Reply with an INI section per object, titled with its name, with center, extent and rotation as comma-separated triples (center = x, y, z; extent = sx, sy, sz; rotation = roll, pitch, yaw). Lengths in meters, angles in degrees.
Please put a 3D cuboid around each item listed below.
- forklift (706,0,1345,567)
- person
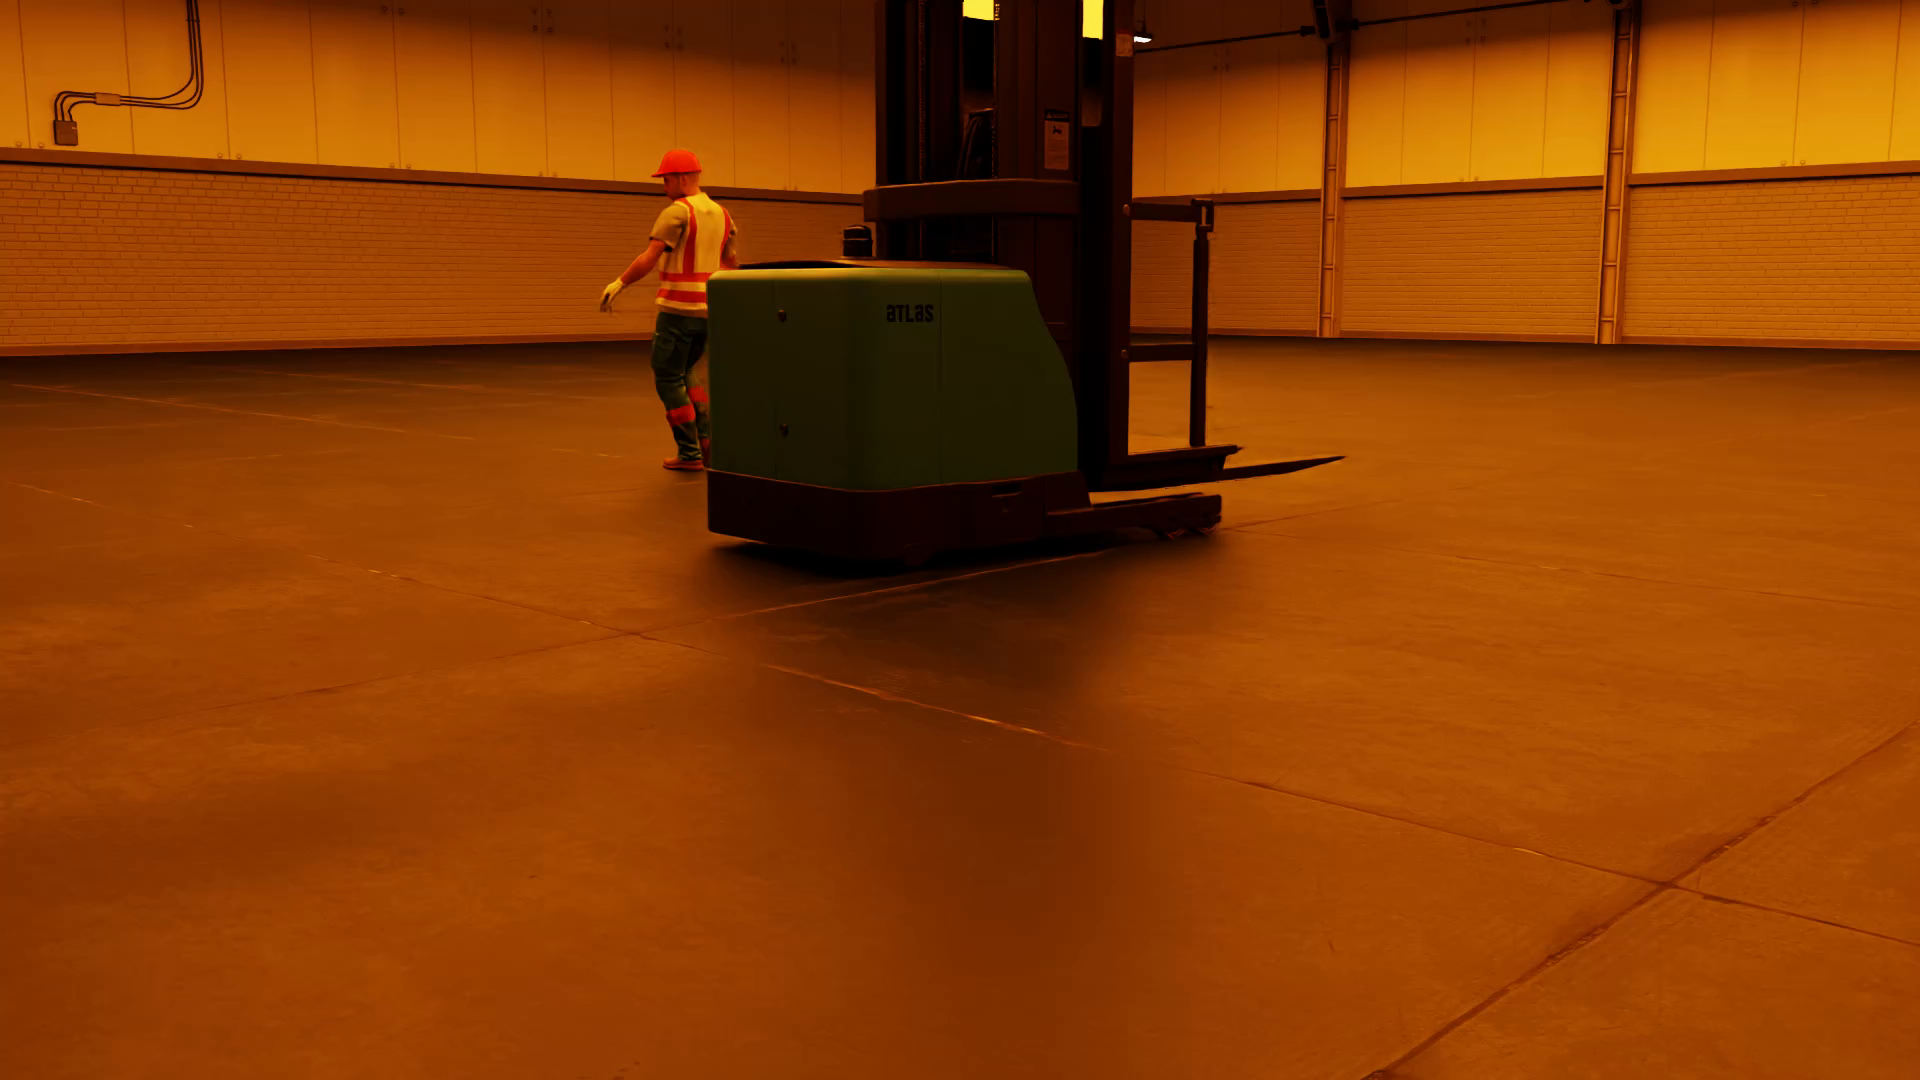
[forklift]
center = 0.455, -1.510, 6.902
extent = 3.031, 2.935, 1.130
rotation = -7, 11, -41
[person]
center = -1.569, -1.257, 9.248
extent = 0.483, 1.786, 0.898
rotation = 6, 10, 35
